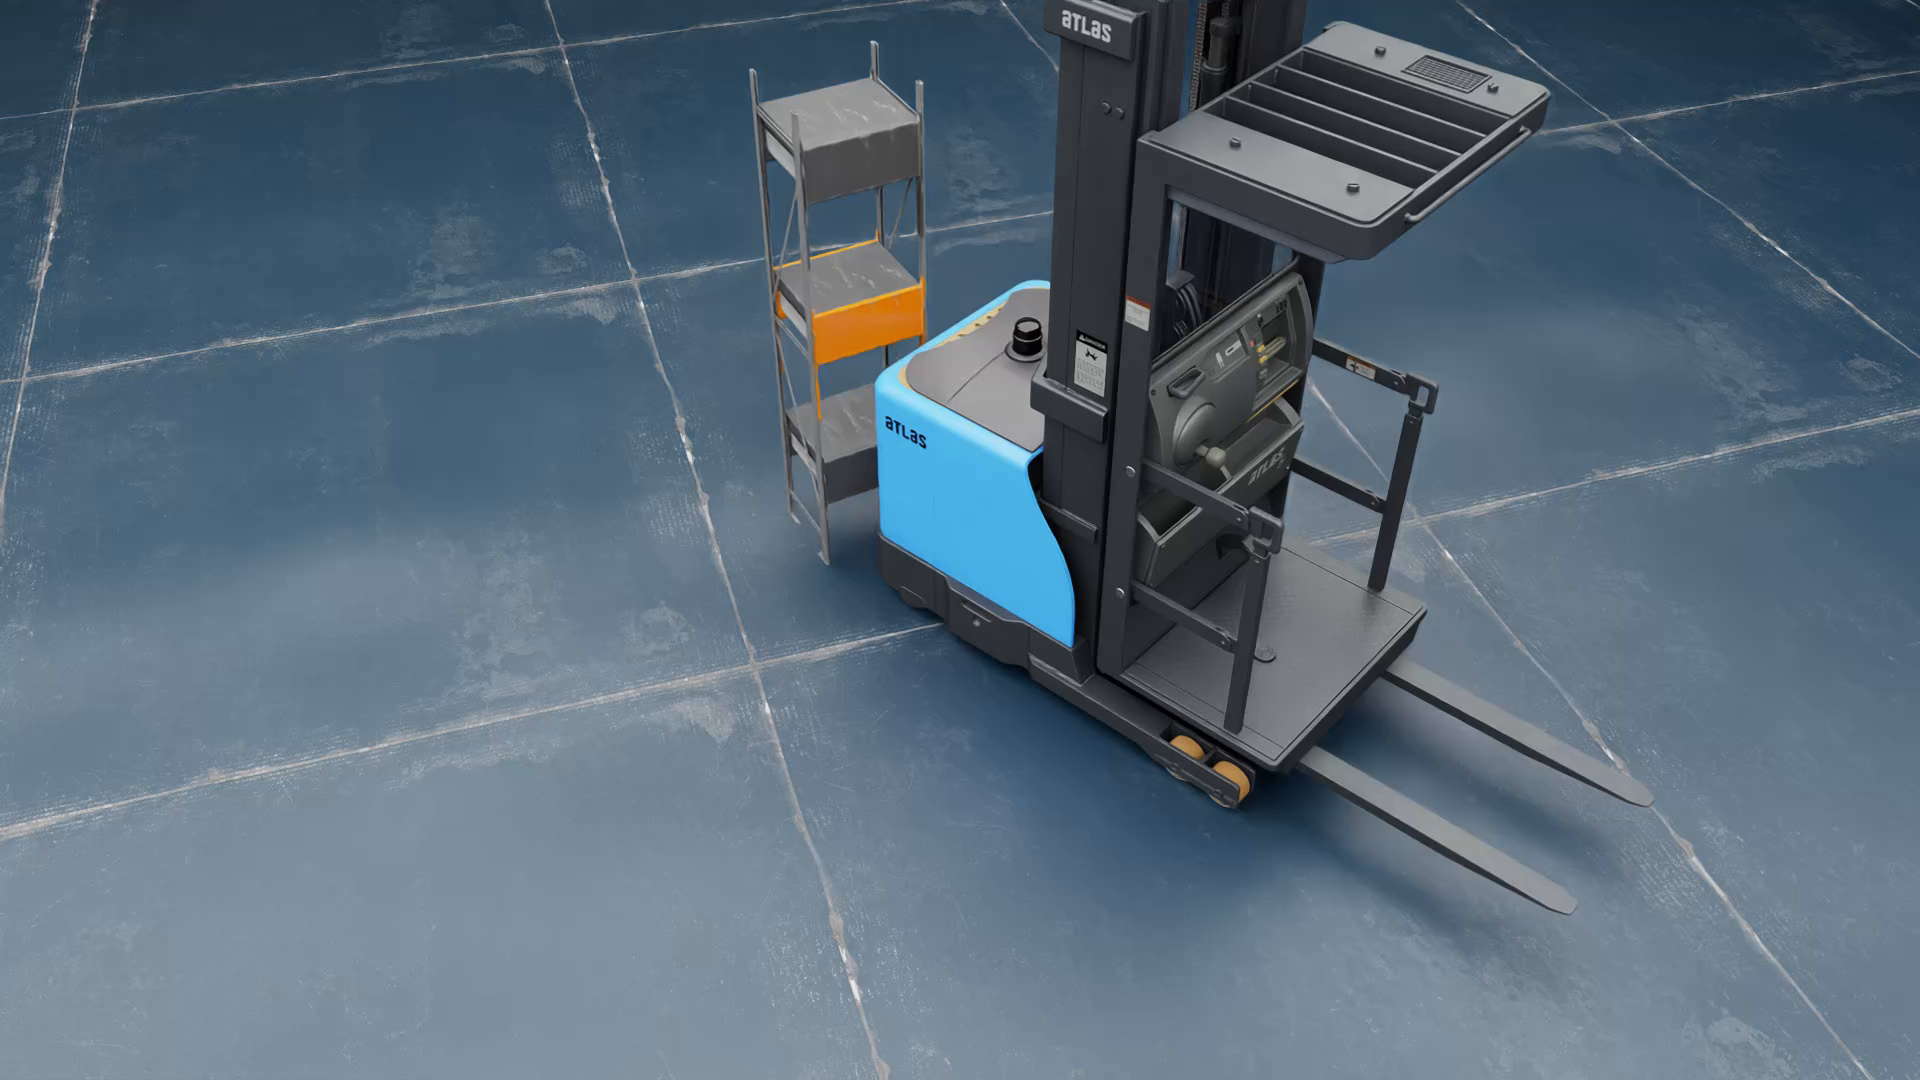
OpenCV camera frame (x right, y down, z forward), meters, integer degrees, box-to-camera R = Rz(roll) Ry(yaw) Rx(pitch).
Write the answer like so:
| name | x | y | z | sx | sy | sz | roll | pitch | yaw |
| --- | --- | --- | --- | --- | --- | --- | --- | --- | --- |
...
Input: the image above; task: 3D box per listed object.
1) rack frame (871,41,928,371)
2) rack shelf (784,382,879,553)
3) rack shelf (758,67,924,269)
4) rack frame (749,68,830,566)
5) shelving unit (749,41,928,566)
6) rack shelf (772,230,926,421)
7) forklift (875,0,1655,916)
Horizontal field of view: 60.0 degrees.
| name | x | y | z | sx | sy | sz | roll | pitch | yaw |
| --- | --- | --- | --- | --- | --- | --- | --- | --- | --- |
| rack frame | -0.231 | -0.948 | 6.740 | 0.015 | 2.100 | 0.400 | -20 | 45 | -21 |
| rack shelf | -0.446 | -0.335 | 7.122 | 0.480 | 0.518 | 0.431 | -20 | 45 | -21 |
| rack shelf | -0.446 | -1.389 | 6.201 | 0.480 | 0.518 | 0.431 | -20 | 45 | -21 |
| rack frame | -0.660 | -0.796 | 6.565 | 0.015 | 2.100 | 0.400 | -20 | 45 | -21 |
| shelving unit | -0.446 | -0.872 | 6.652 | 0.503 | 2.100 | 0.431 | -20 | 45 | -21 |
| rack shelf | -0.446 | -0.862 | 6.661 | 0.480 | 0.518 | 0.431 | -20 | 45 | -21 |
| forklift | 1.098 | -0.517 | 5.614 | 3.031 | 2.935 | 1.130 | 30 | 49 | 30 |
